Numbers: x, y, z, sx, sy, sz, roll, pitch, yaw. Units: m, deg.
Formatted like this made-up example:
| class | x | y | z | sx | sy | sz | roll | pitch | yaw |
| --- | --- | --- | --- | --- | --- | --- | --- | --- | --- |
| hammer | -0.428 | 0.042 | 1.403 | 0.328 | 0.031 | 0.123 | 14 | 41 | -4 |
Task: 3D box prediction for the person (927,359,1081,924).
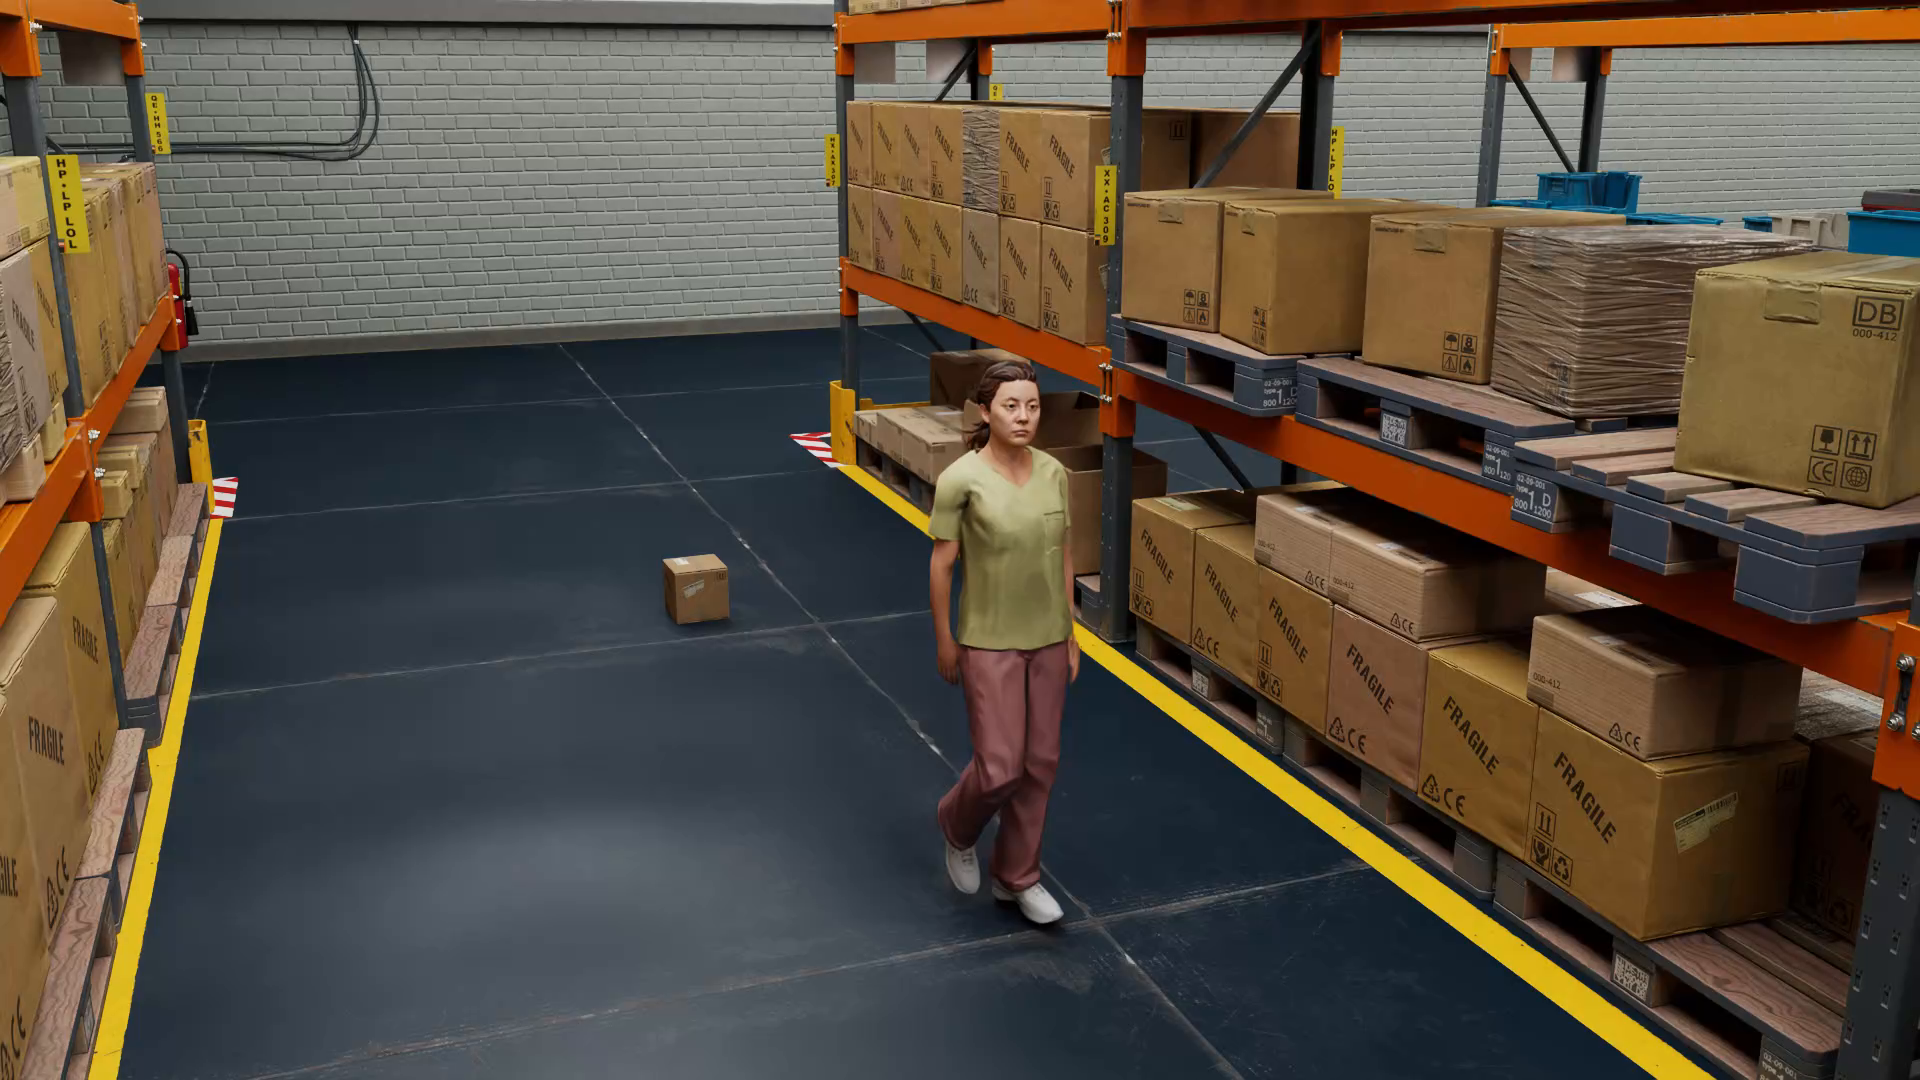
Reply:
| class | x | y | z | sx | sy | sz | roll | pitch | yaw |
| --- | --- | --- | --- | --- | --- | --- | --- | --- | --- |
| person | 0.145 | 0.302 | 4.869 | 0.445 | 1.664 | 0.484 | -8 | 18 | -27 |
